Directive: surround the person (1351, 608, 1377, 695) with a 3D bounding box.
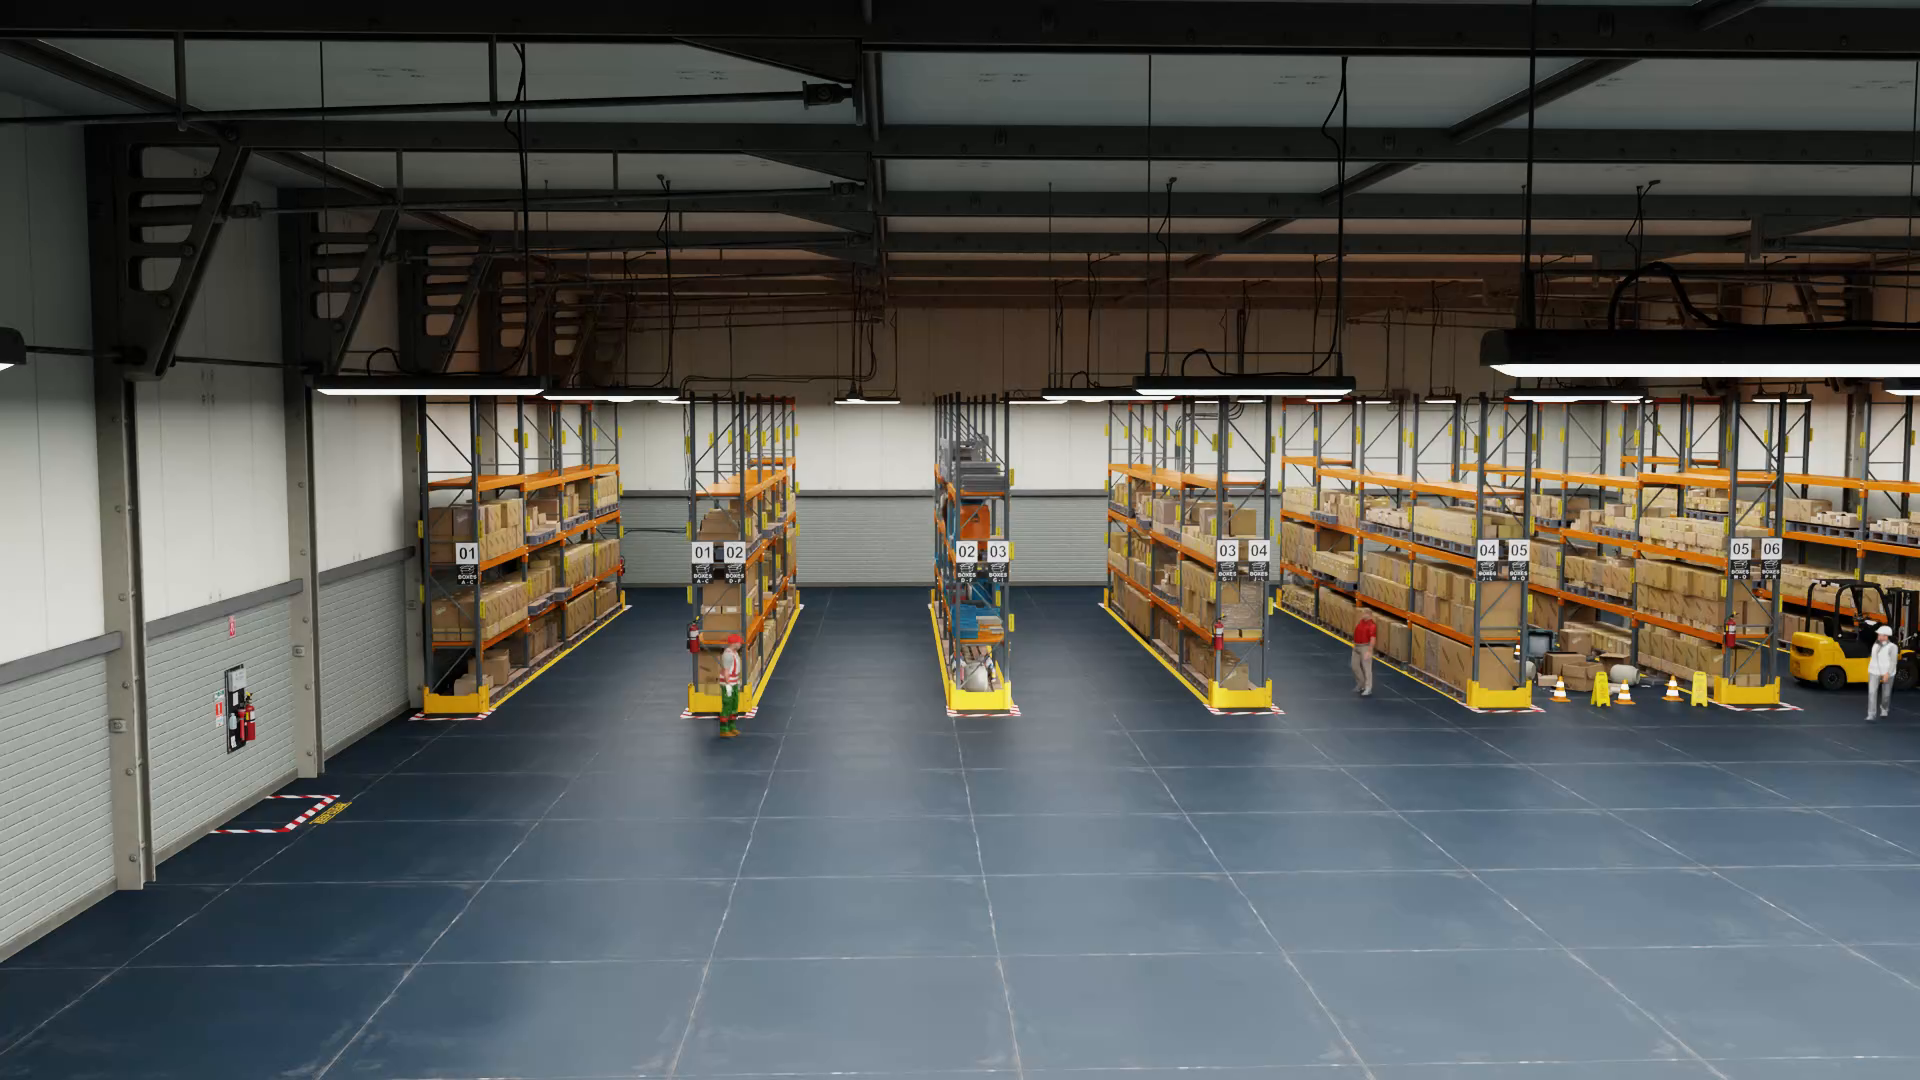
[{"bbox_3d":[8.043,2.227,33.173,0.422,1.779,0.646,-3,5,-29],"label":"person"}]

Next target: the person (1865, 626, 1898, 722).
[{"bbox_3d":[16.768,2.425,30.233,0.469,1.728,1.032,3,5,32],"label":"person"}]

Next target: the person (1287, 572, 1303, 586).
[{"bbox_3d":[9.914,0.966,49.017,0.985,1.616,0.629,1,5,16],"label":"person"}]

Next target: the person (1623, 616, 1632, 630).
[{"bbox_3d":[16.776,1.548,41.786,0.450,1.671,0.470,2,5,20],"label":"person"}]

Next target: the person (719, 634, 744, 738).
[{"bbox_3d":[-3.968,2.523,28.888,0.438,1.795,0.596,1,5,10],"label":"person"}]
